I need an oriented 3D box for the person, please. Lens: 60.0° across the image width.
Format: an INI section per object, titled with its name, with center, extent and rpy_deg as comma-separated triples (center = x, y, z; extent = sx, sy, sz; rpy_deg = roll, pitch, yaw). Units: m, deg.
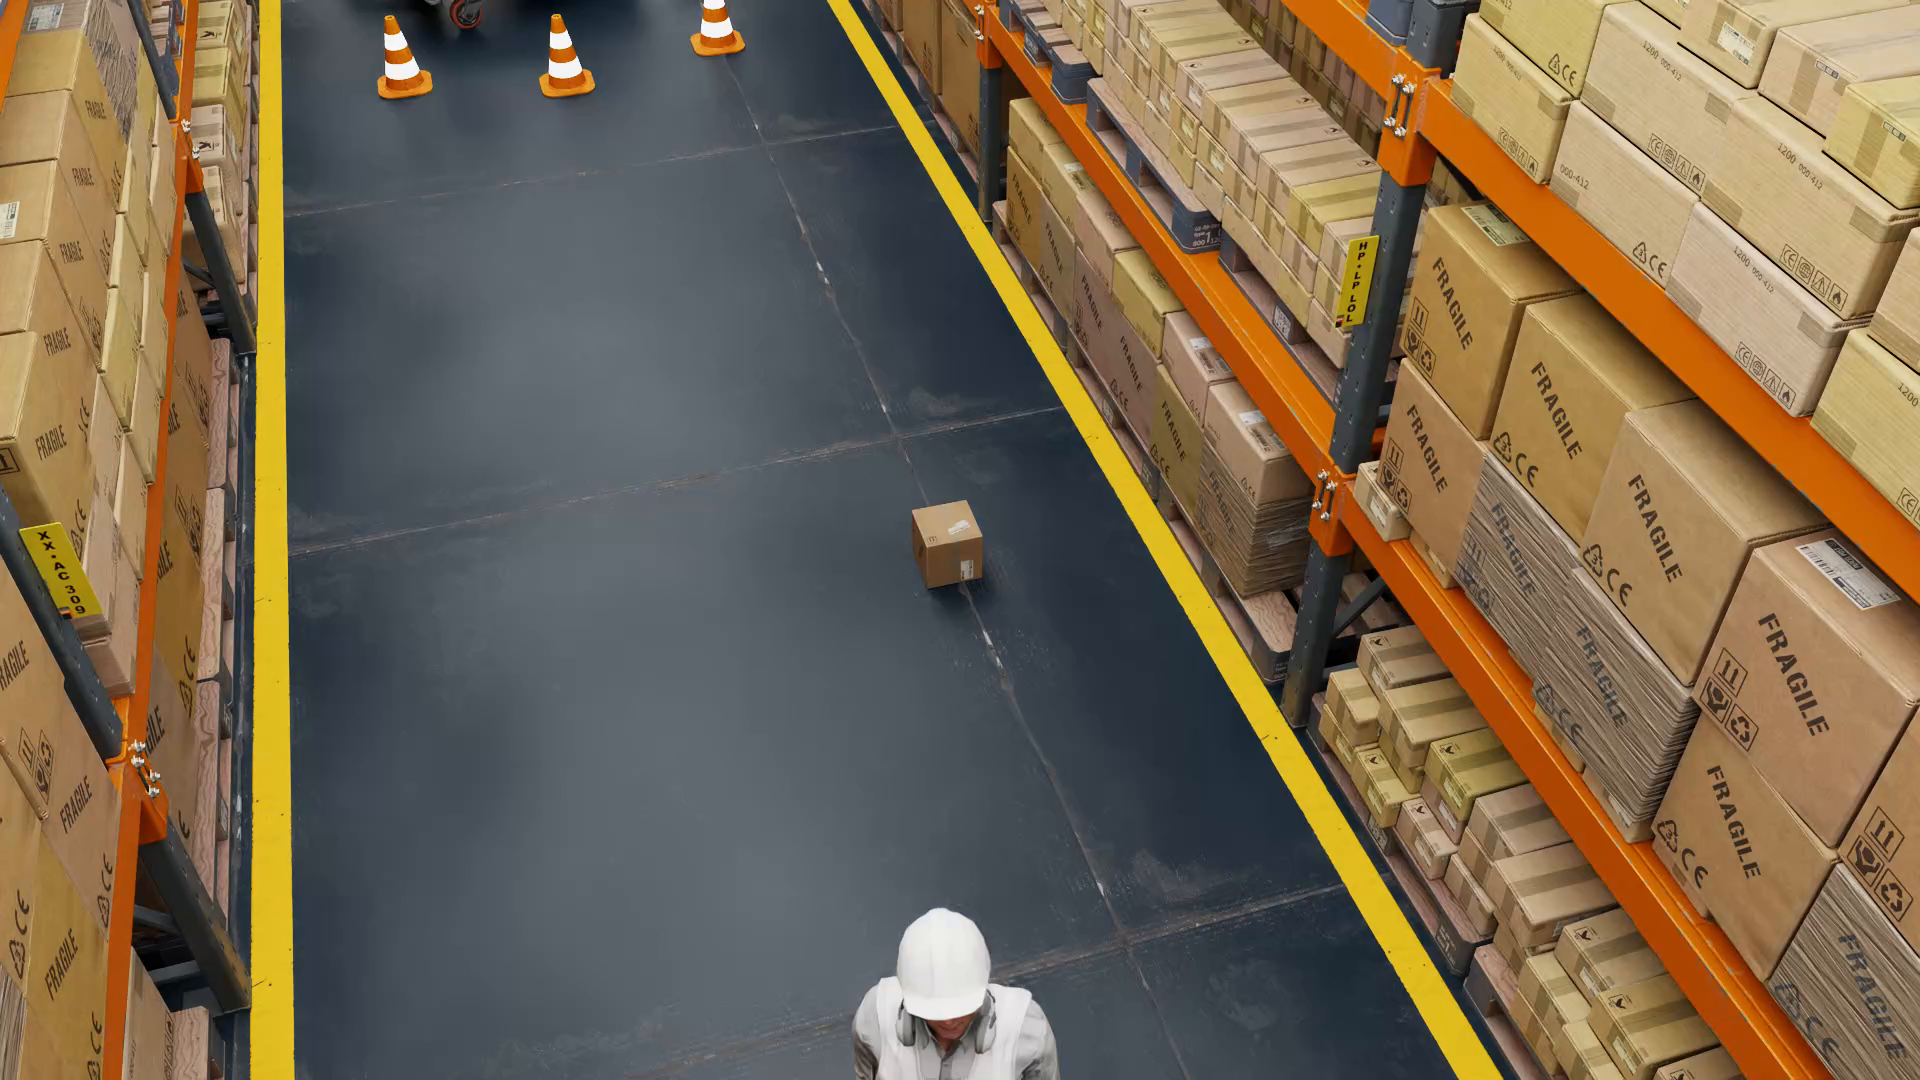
[person]
center = -0.007, 1.565, 4.386
extent = 0.544, 1.749, 0.794
rpy_deg = 4, 42, 4
